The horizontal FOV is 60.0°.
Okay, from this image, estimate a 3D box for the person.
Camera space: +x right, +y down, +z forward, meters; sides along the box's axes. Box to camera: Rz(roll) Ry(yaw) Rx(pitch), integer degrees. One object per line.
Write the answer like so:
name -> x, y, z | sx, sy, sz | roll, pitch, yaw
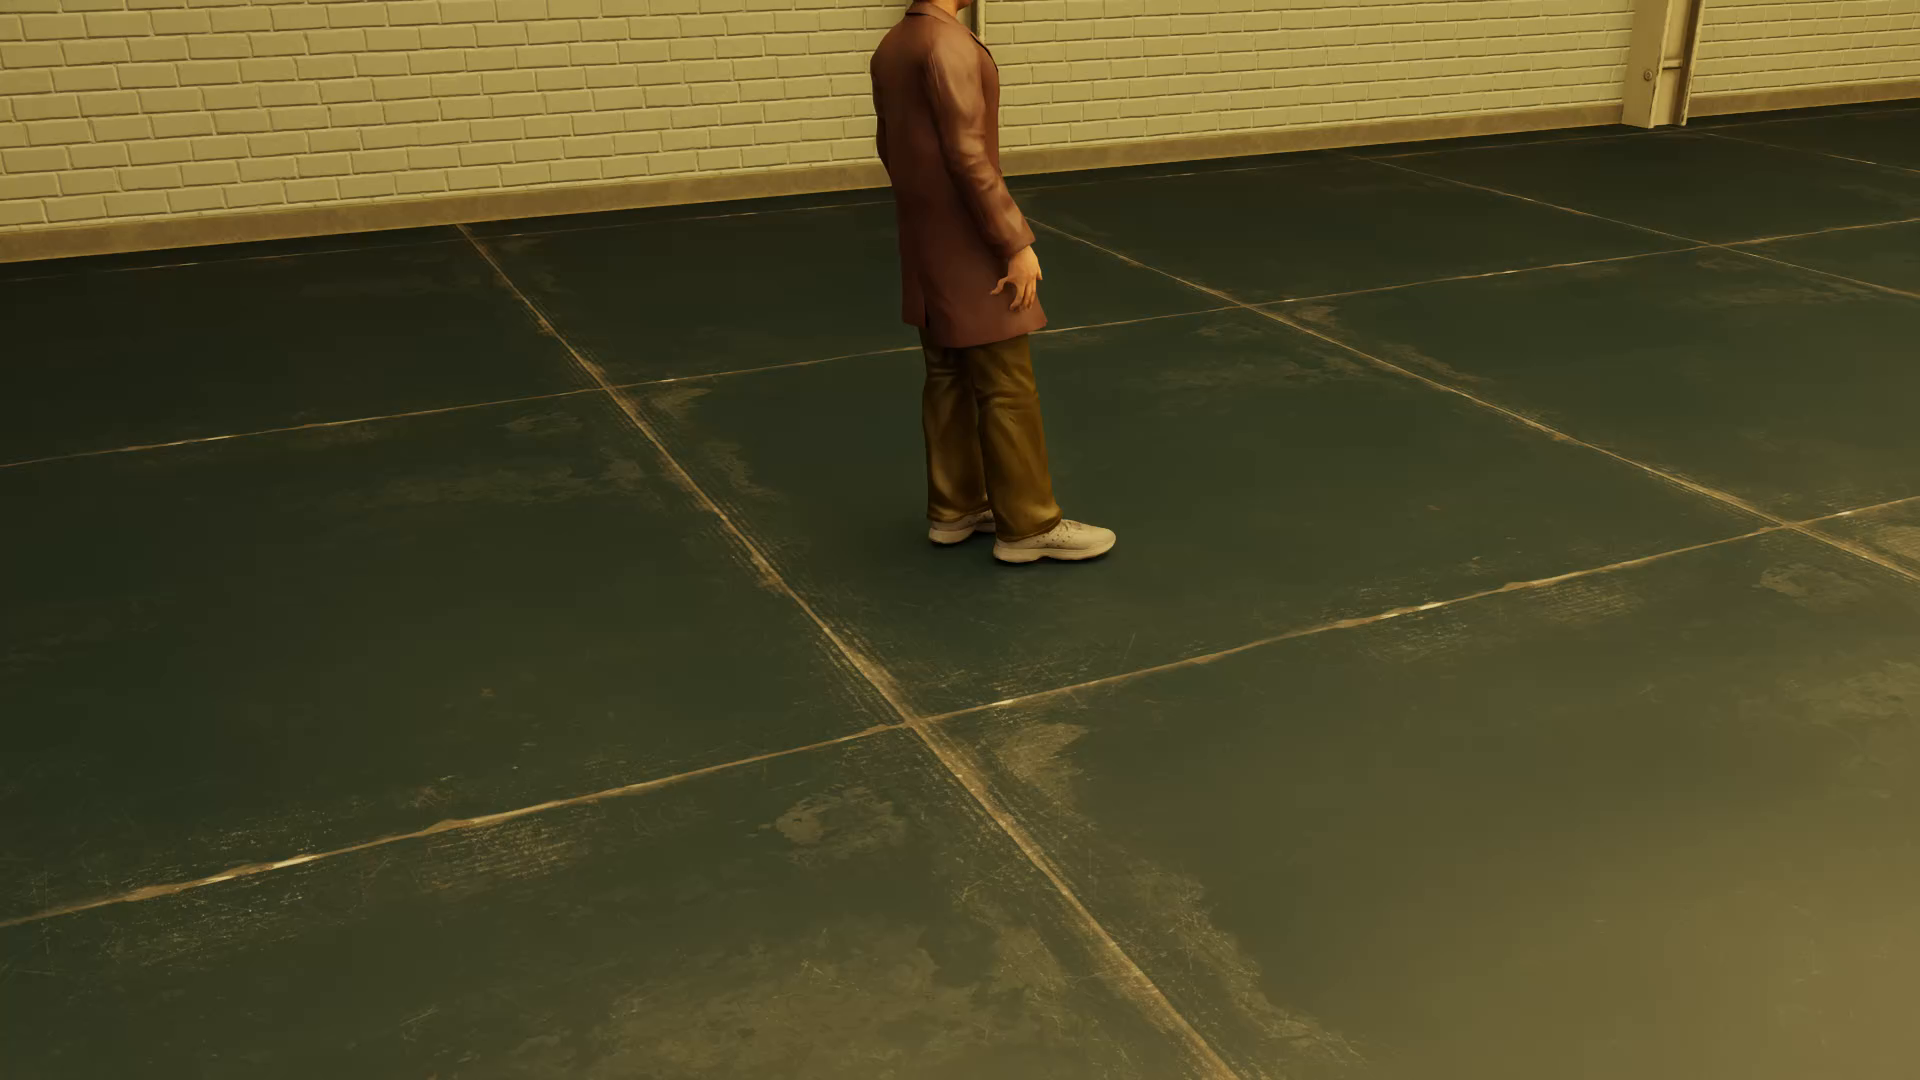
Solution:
person -> 0.084, -0.841, 4.794 | 0.582, 1.776, 0.696 | -10, 25, -23
